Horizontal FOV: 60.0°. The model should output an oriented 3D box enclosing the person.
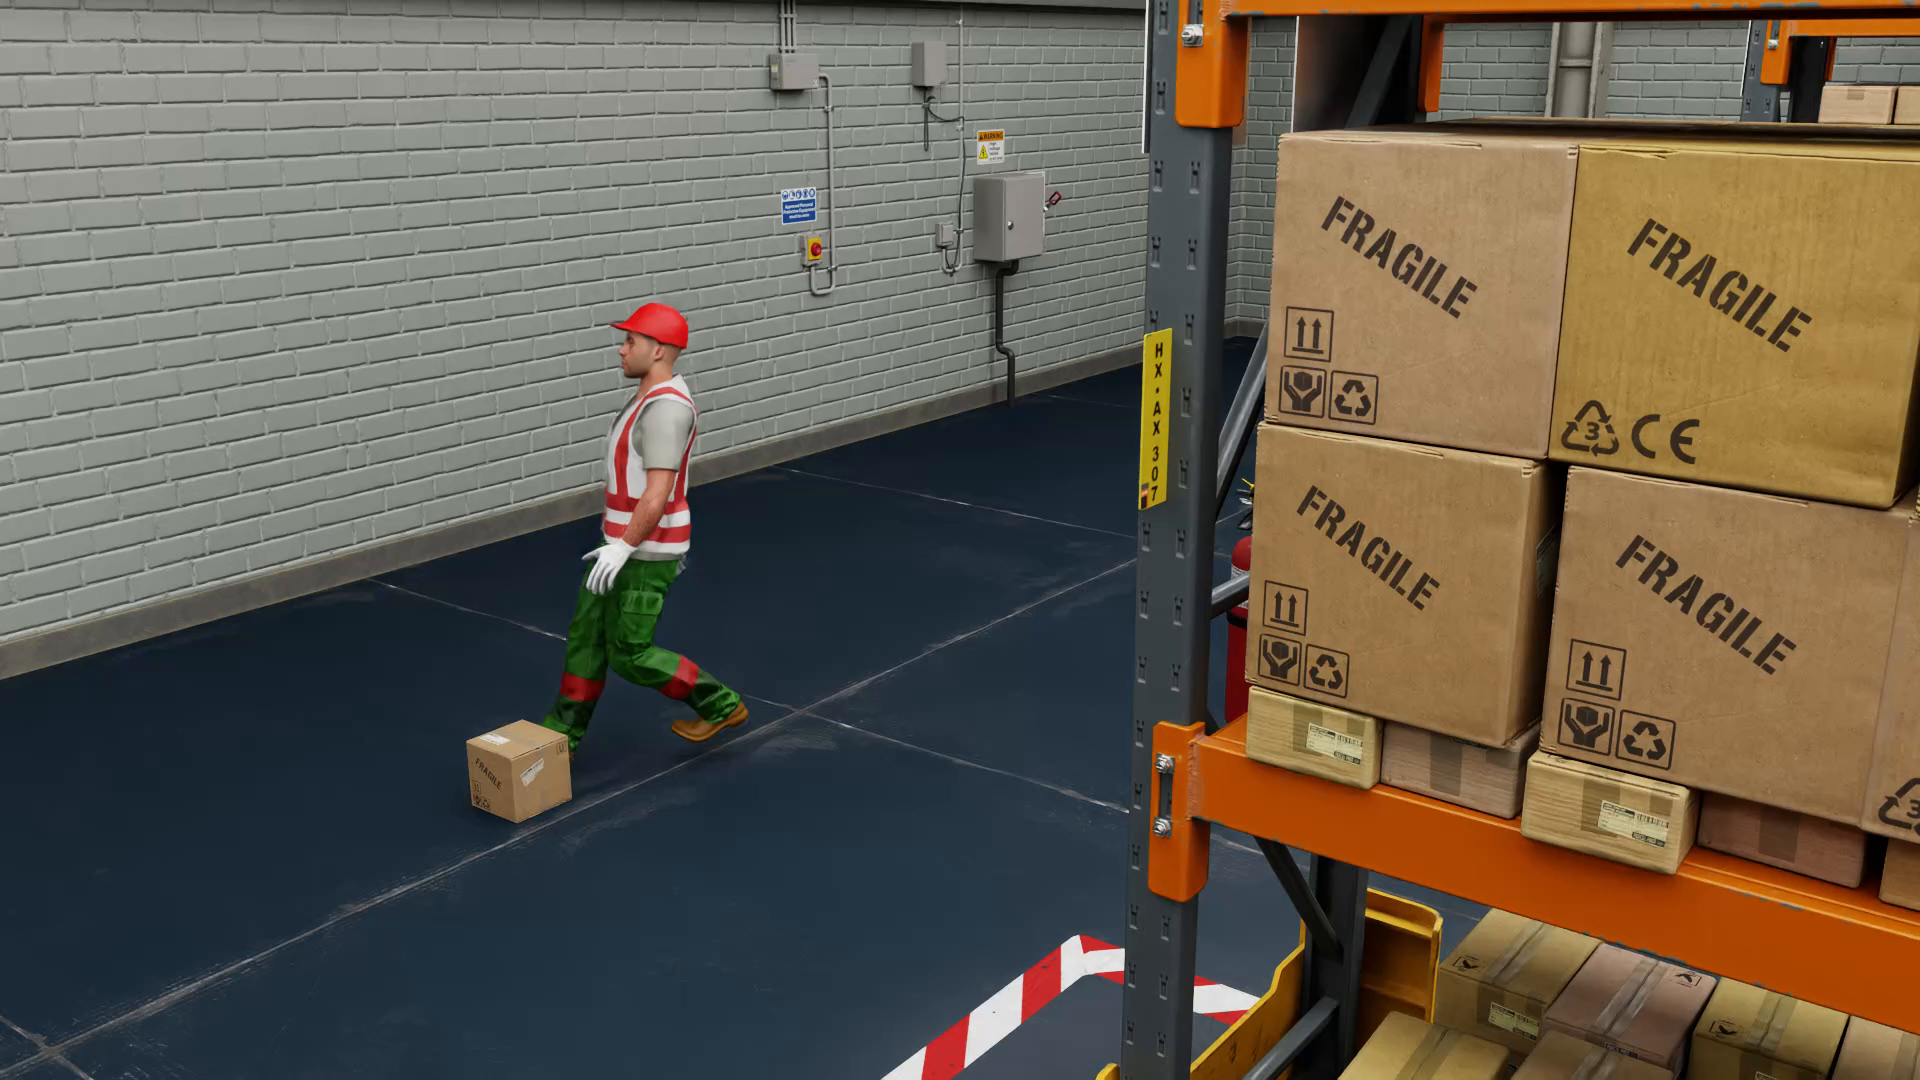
[{"bbox_3d":[-1.275,0.015,6.051,0.945,1.725,0.603,-5,17,-18],"label":"person"}]
